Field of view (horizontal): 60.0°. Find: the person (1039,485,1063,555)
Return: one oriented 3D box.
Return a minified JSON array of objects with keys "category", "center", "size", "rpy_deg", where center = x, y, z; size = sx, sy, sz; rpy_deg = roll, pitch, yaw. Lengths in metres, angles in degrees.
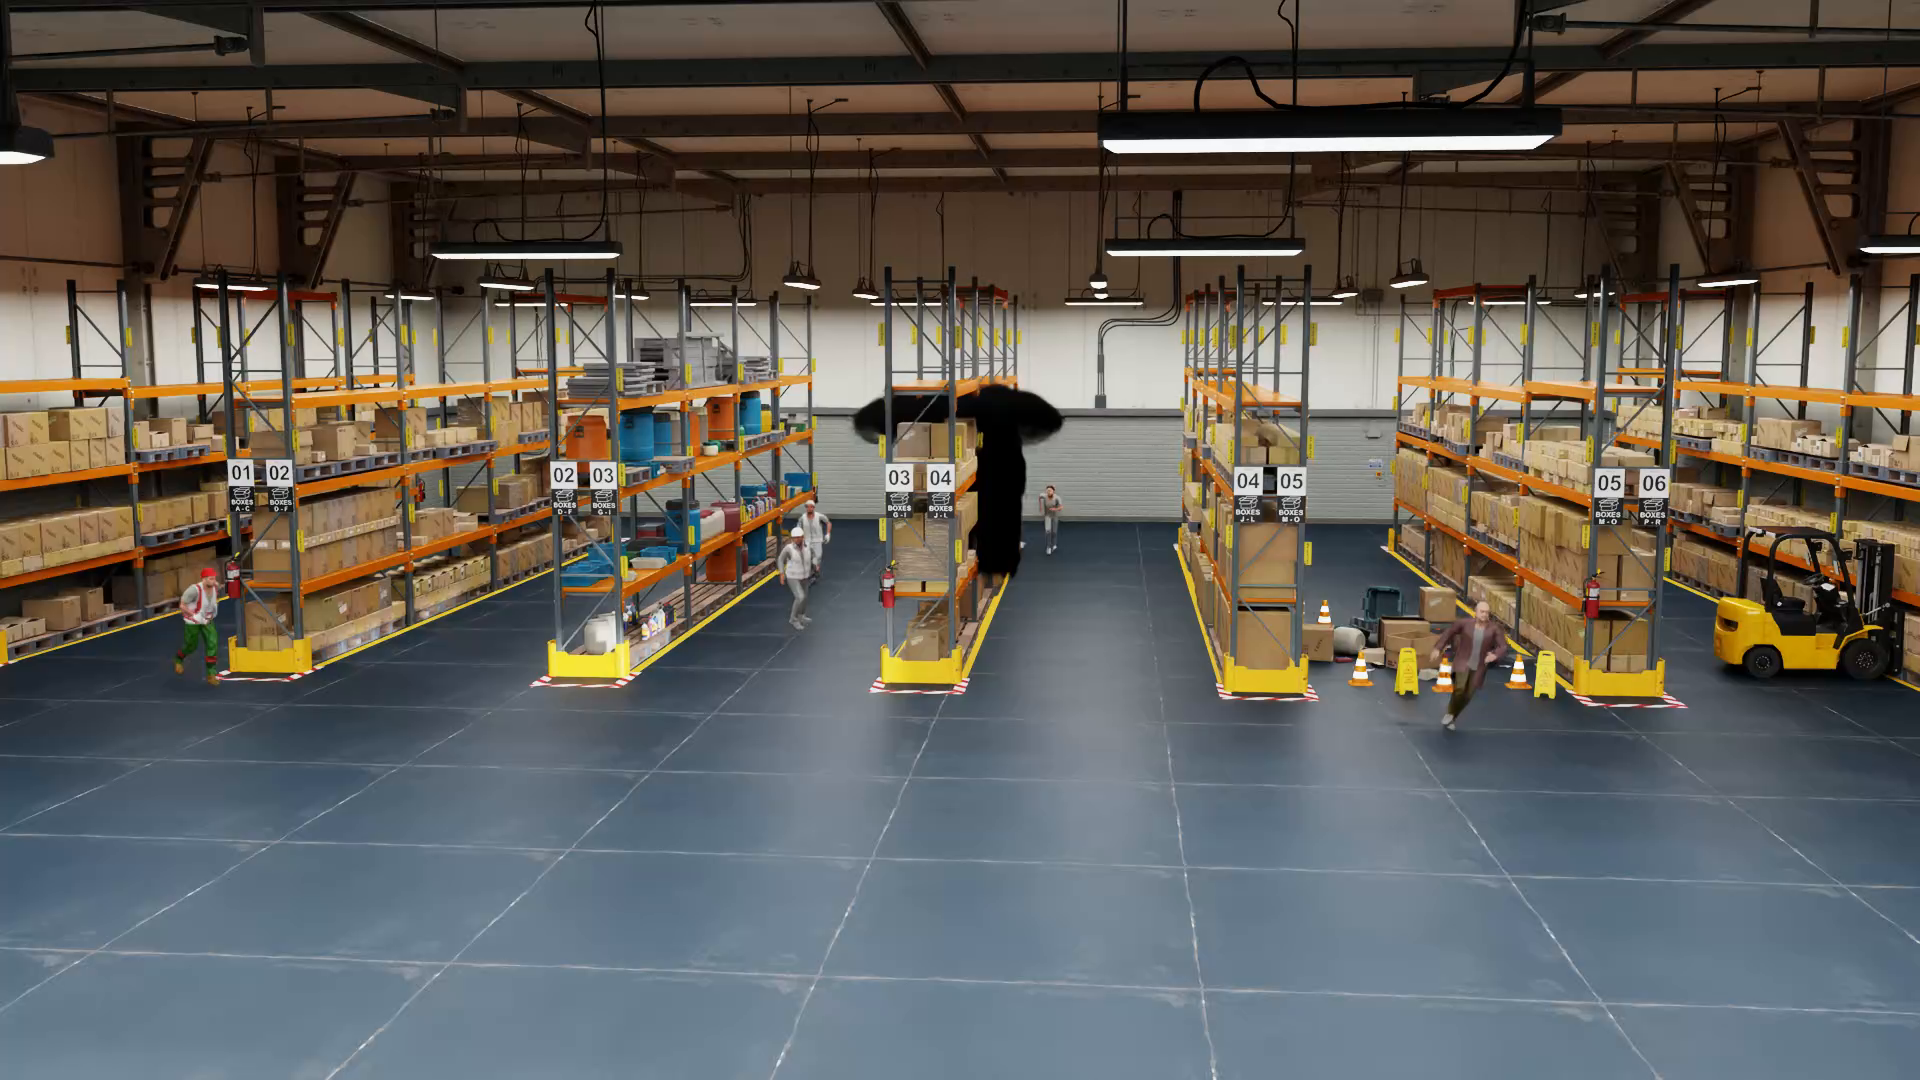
[{"category":"person","center":[2.126,-0.476,38.762],"size":[0.594,1.650,0.913],"rpy_deg":[1,7,9]}]

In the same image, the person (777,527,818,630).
[{"category":"person","center":[-2.678,0.629,28.053],"size":[0.652,1.738,0.823],"rpy_deg":[-7,10,-44]}]

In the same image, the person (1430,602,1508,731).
[{"category":"person","center":[6.509,1.619,21.183],"size":[0.875,1.689,0.757],"rpy_deg":[0,7,2]}]

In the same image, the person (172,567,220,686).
[{"category":"person","center":[-11.147,1.234,24.236],"size":[1.051,1.730,0.689],"rpy_deg":[3,8,26]}]

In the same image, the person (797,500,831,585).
[{"category":"person","center":[-2.975,0.060,33.632],"size":[0.677,1.735,0.659],"rpy_deg":[1,7,6]}]
